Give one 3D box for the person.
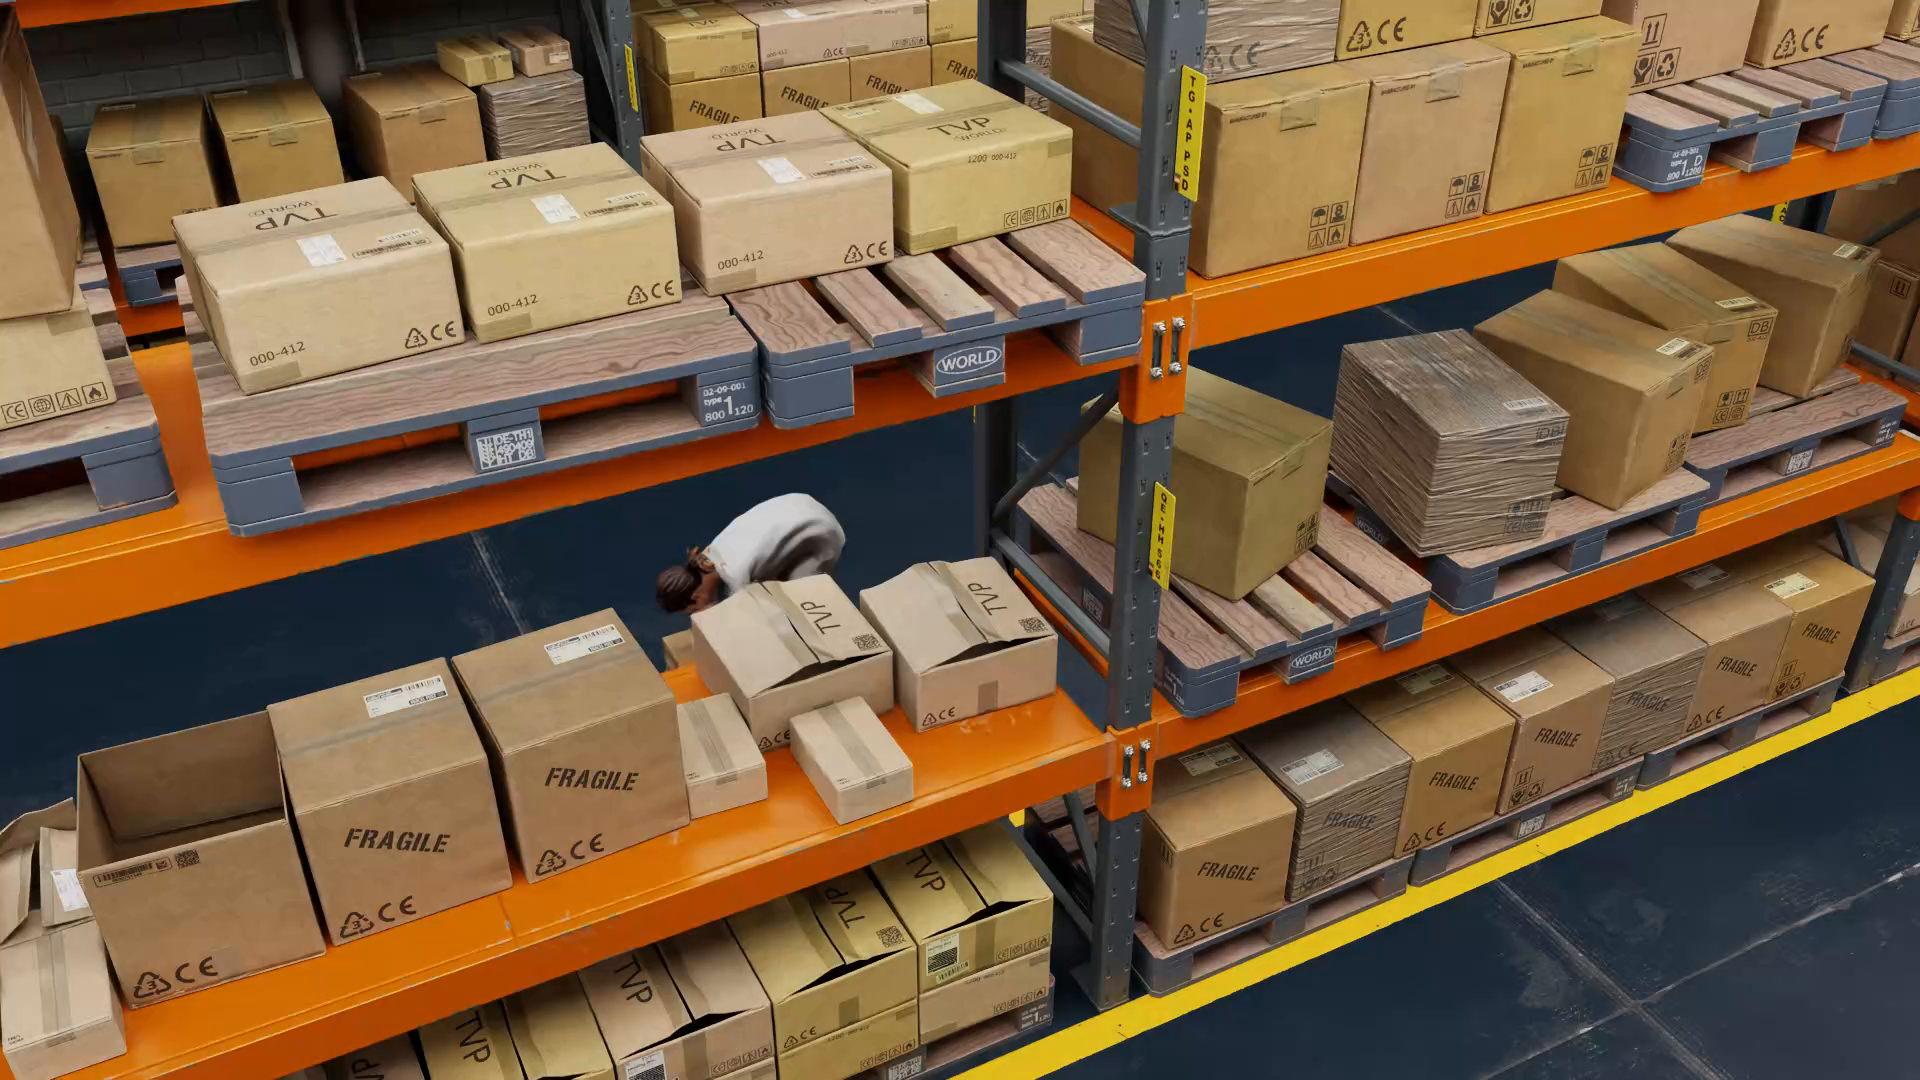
[{"bbox_3d":[-0.913,0.310,7.318,0.858,0.961,0.445,-18,37,-25],"label":"person"}]
